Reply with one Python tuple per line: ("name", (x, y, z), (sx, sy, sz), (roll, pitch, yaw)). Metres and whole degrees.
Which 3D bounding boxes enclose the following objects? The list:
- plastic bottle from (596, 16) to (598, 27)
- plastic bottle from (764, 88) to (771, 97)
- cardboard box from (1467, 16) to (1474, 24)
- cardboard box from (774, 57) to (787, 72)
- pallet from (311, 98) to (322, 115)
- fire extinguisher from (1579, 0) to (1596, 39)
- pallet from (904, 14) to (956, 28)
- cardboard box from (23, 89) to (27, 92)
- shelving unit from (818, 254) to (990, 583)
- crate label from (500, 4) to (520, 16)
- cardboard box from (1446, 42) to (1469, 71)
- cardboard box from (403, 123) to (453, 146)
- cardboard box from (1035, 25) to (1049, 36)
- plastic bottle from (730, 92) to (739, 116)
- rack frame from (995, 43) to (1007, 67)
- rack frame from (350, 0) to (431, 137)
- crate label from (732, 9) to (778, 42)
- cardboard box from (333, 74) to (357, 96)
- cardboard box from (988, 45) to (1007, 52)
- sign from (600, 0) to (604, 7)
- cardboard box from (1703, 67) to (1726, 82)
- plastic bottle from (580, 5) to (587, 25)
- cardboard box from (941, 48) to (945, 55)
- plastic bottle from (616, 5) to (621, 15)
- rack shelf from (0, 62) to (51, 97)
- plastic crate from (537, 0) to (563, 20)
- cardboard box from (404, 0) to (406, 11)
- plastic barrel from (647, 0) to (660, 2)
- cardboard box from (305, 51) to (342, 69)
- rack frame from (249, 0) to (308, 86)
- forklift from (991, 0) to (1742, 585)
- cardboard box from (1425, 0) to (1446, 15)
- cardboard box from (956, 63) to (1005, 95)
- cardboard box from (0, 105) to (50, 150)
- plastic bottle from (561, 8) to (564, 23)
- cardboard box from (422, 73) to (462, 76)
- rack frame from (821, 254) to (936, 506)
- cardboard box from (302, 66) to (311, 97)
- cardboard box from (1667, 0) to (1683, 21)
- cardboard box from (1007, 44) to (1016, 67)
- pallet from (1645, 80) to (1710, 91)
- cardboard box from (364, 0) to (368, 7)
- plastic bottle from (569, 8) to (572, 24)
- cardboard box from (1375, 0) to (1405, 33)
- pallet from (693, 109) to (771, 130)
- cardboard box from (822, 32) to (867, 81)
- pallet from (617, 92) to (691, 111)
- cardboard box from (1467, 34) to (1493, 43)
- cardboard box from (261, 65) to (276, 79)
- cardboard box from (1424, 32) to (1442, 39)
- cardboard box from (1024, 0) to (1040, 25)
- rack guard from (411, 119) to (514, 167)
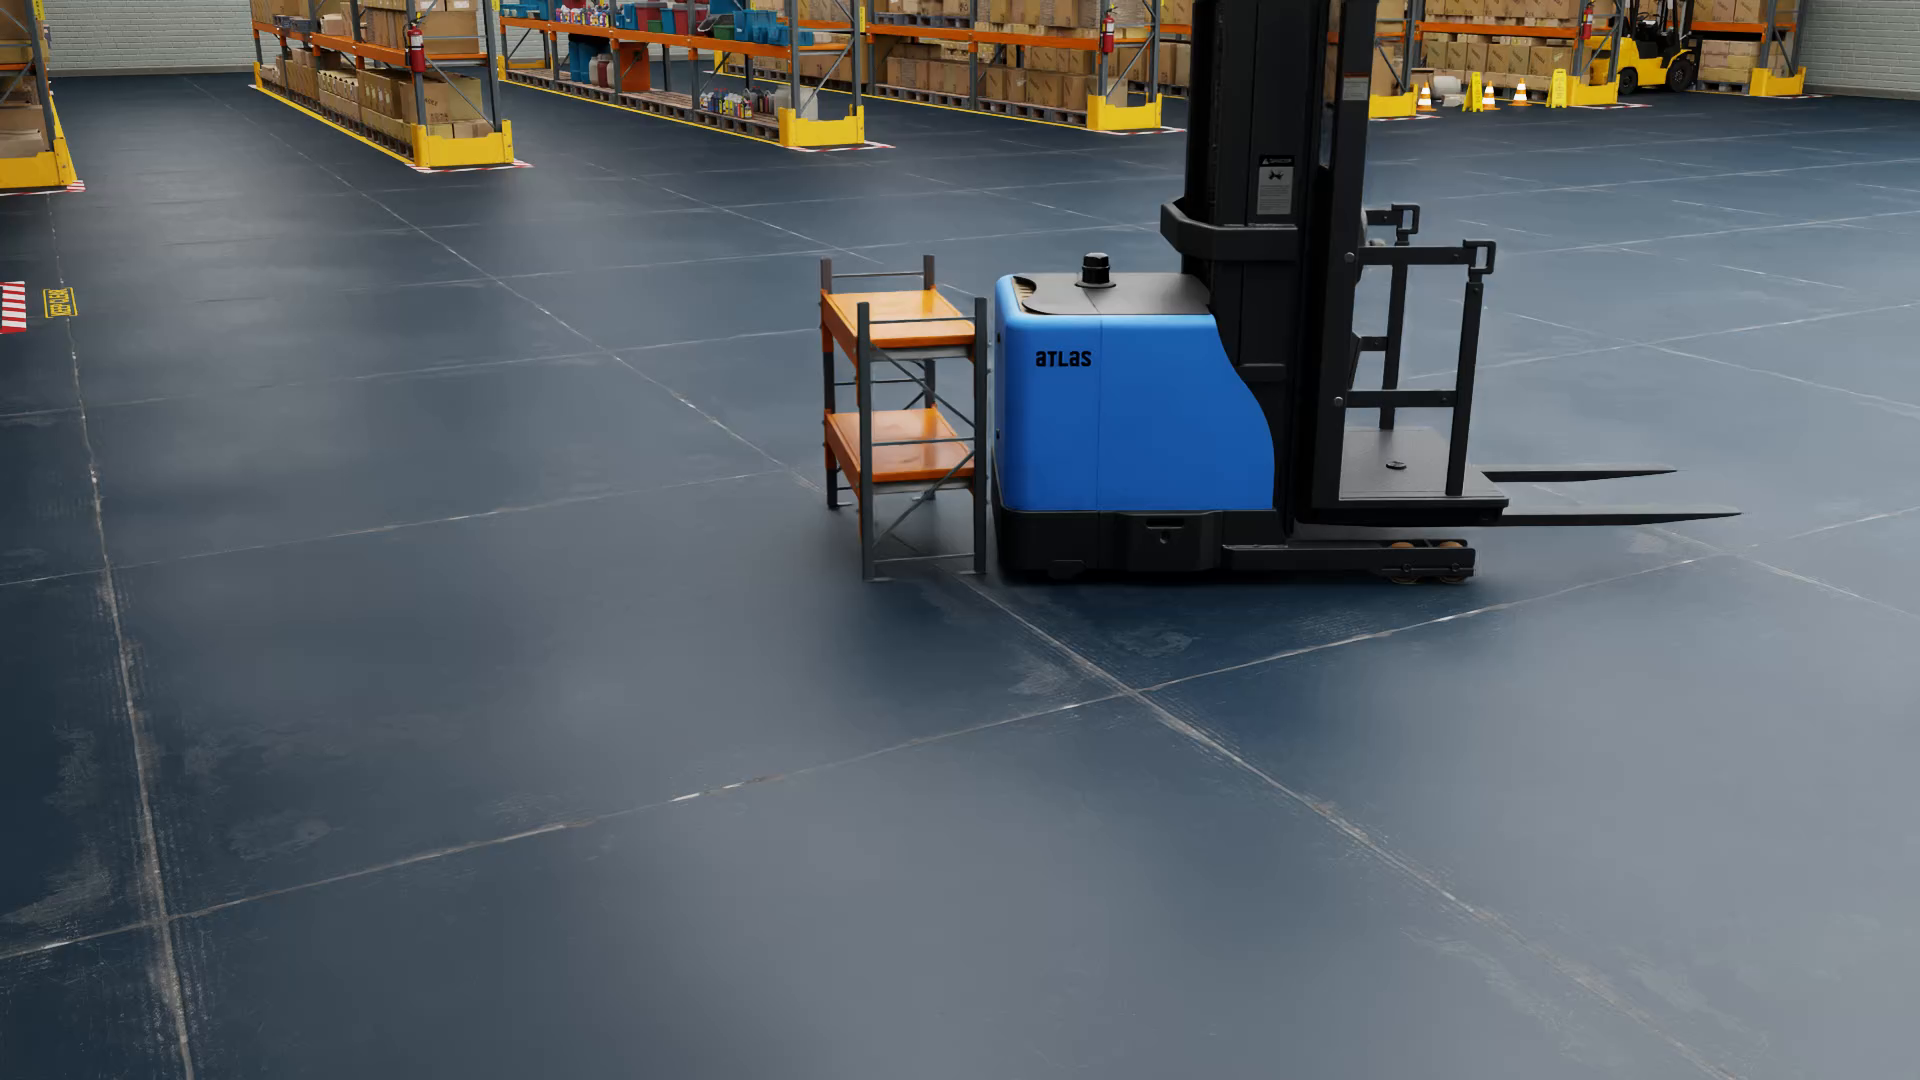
("plastic bottle", (-6.483, -9.329, 29.872), (0.097, 0.201, 0.097), (0, 19, 0))
("plastic bottle", (-2.925, -6.706, 25.353), (0.144, 0.351, 0.185), (-10, 21, -27))
("cardboard box", (9.778, -9.797, 31.311), (0.380, 0.149, 0.250), (-10, 21, -27))
("cardboard box", (-3.412, -10.498, 35.569), (0.875, 0.875, 0.875), (-10, 21, -27))
("pallet", (-10.311, -7.322, 28.028), (1.003, 0.211, 1.213), (-10, 21, -27))
("fire extinguisher", (10.899, -9.051, 28.882), (0.296, 0.674, 0.183), (-10, 21, -27))
("pallet", (-0.294, -9.301, 29.782), (1.003, 0.211, 1.213), (-10, 21, -27))
("cardboard box", (-13.102, -5.879, 22.729), (0.700, 0.500, 0.500), (-10, 22, -28))
("shelving unit", (-0.251, -0.545, 6.986), (0.538, 1.125, 1.048), (-4, 19, -12))
("crate label", (-9.600, -11.310, 35.475), (0.416, 0.233, 0.303), (-10, 21, -27))
("cardboard box", (9.658, -9.231, 31.705), (0.500, 0.500, 0.500), (-9, 21, -24))
("cardboard box", (-6.706, -5.131, 20.973), (0.500, 0.250, 0.500), (-10, 21, -27))
("cardboard box", (1.407, -8.003, 26.109), (0.380, 0.149, 0.250), (-10, 21, -27))
("plastic bottle", (-3.331, -6.468, 24.665), (0.144, 0.351, 0.185), (-9, 21, -24))
("rack frame", (1.244, -11.841, 36.849), (1.000, 3.000, 0.127), (-10, 21, -27))
("rack frame", (-8.090, -7.272, 23.607), (1.000, 3.000, 0.127), (-10, 21, -27))
("crate label", (-2.942, -7.393, 23.904), (0.502, 0.435, 0.616), (-10, 21, -27))
("cardboard box", (-9.258, -6.945, 25.370), (0.500, 0.311, 0.500), (-10, 22, -27))
("cardboard box", (0.846, -11.035, 37.327), (0.380, 0.149, 0.250), (-9, 21, -25))
("sign", (-7.043, -10.550, 32.683), (0.100, 0.325, 0.005), (-10, 21, -27))
("cardboard box", (14.888, -9.091, 32.450), (0.500, 0.250, 0.500), (-10, 21, -27))
("plastic bottle", (-6.929, -9.685, 30.675), (0.144, 0.351, 0.185), (-10, 21, -27))
("cardboard box", (-0.332, -11.556, 39.294), (0.380, 0.149, 0.250), (-9, 21, -25))
("plastic bottle", (-6.351, -9.720, 30.777), (0.144, 0.351, 0.185), (-10, 21, -27))
("rack shelf", (-11.498, -5.589, 19.834), (1.077, 0.370, 4.000), (-10, 21, -27))
("plastic crate", (-8.050, -10.437, 32.711), (0.392, 0.384, 0.575), (-10, 21, -27))
("cardboard box", (-6.666, -6.633, 20.607), (0.380, 0.149, 0.250), (-9, 21, -25))
("plastic barrel", (-5.142, -9.165, 28.883), (0.600, 0.536, 0.708), (-10, 21, -27))
("cardboard box", (-10.671, -8.049, 27.866), (0.500, 0.250, 0.500), (-9, 21, -25))
("rack frame", (-13.789, -10.717, 33.590), (1.000, 3.000, 0.127), (-10, 21, -27))
("forklift", (1.664, -1.381, 6.641), (3.031, 2.935, 1.130), (0, 19, -1))
("cardboard box", (9.315, -10.359, 31.943), (0.500, 0.500, 0.500), (-10, 21, -27))
("cardboard box", (0.357, -8.011, 28.907), (0.700, 0.500, 0.500), (-12, 22, -31))
("cardboard box", (-11.373, -4.976, 20.112), (0.700, 0.500, 0.500), (-12, 22, -30))
("plastic bottle", (-7.549, -10.006, 31.728), (0.097, 0.271, 0.097), (0, 19, 0))
("cardboard box", (-6.960, -5.996, 22.332), (0.500, 0.500, 0.500), (-10, 21, -27))
("rack frame", (-0.359, -0.707, 7.455), (0.500, 1.125, 0.032), (-4, 19, -12))
("cardboard box", (-10.886, -7.827, 28.374), (0.500, 0.500, 0.500), (-11, 22, -29))
("cardboard box", (14.422, -10.550, 32.953), (0.500, 0.500, 0.500), (-10, 21, -26))
("cardboard box", (1.361, -10.605, 36.454), (0.500, 0.500, 0.500), (-9, 21, -25))
("pallet", (14.642, -9.207, 33.489), (1.003, 0.211, 1.213), (-10, 21, -27))
("cardboard box", (-8.014, -7.447, 22.966), (0.380, 0.149, 0.250), (-10, 21, -26))
("plastic bottle", (-7.308, -9.853, 31.267), (0.061, 0.283, 0.133), (-10, 21, -27))
("cardboard box", (6.726, -8.567, 27.130), (0.875, 0.550, 0.550), (-10, 21, -27))
("pallet", (-3.447, -6.521, 25.705), (1.003, 0.211, 1.213), (-10, 21, -27))
("cardboard box", (-1.996, -9.606, 32.985), (1.225, 0.875, 0.875), (-10, 21, -26))
("pallet", (-5.295, -7.640, 28.948), (1.003, 0.211, 1.213), (-10, 21, -27))
("cardboard box", (9.776, -9.420, 31.259), (0.380, 0.149, 0.250), (-9, 21, -24))
("cardboard box", (-13.543, -9.281, 32.972), (0.500, 0.250, 0.500), (-10, 21, -27))
("cardboard box", (11.118, -11.841, 39.041), (0.380, 0.149, 0.250), (-11, 22, -28))
("cardboard box", (1.522, -8.428, 26.347), (0.875, 0.500, 0.500), (-10, 21, -27))
("rack guard", (-6.179, -4.935, 20.667), (1.175, 0.500, 0.348), (-10, 21, -27))
